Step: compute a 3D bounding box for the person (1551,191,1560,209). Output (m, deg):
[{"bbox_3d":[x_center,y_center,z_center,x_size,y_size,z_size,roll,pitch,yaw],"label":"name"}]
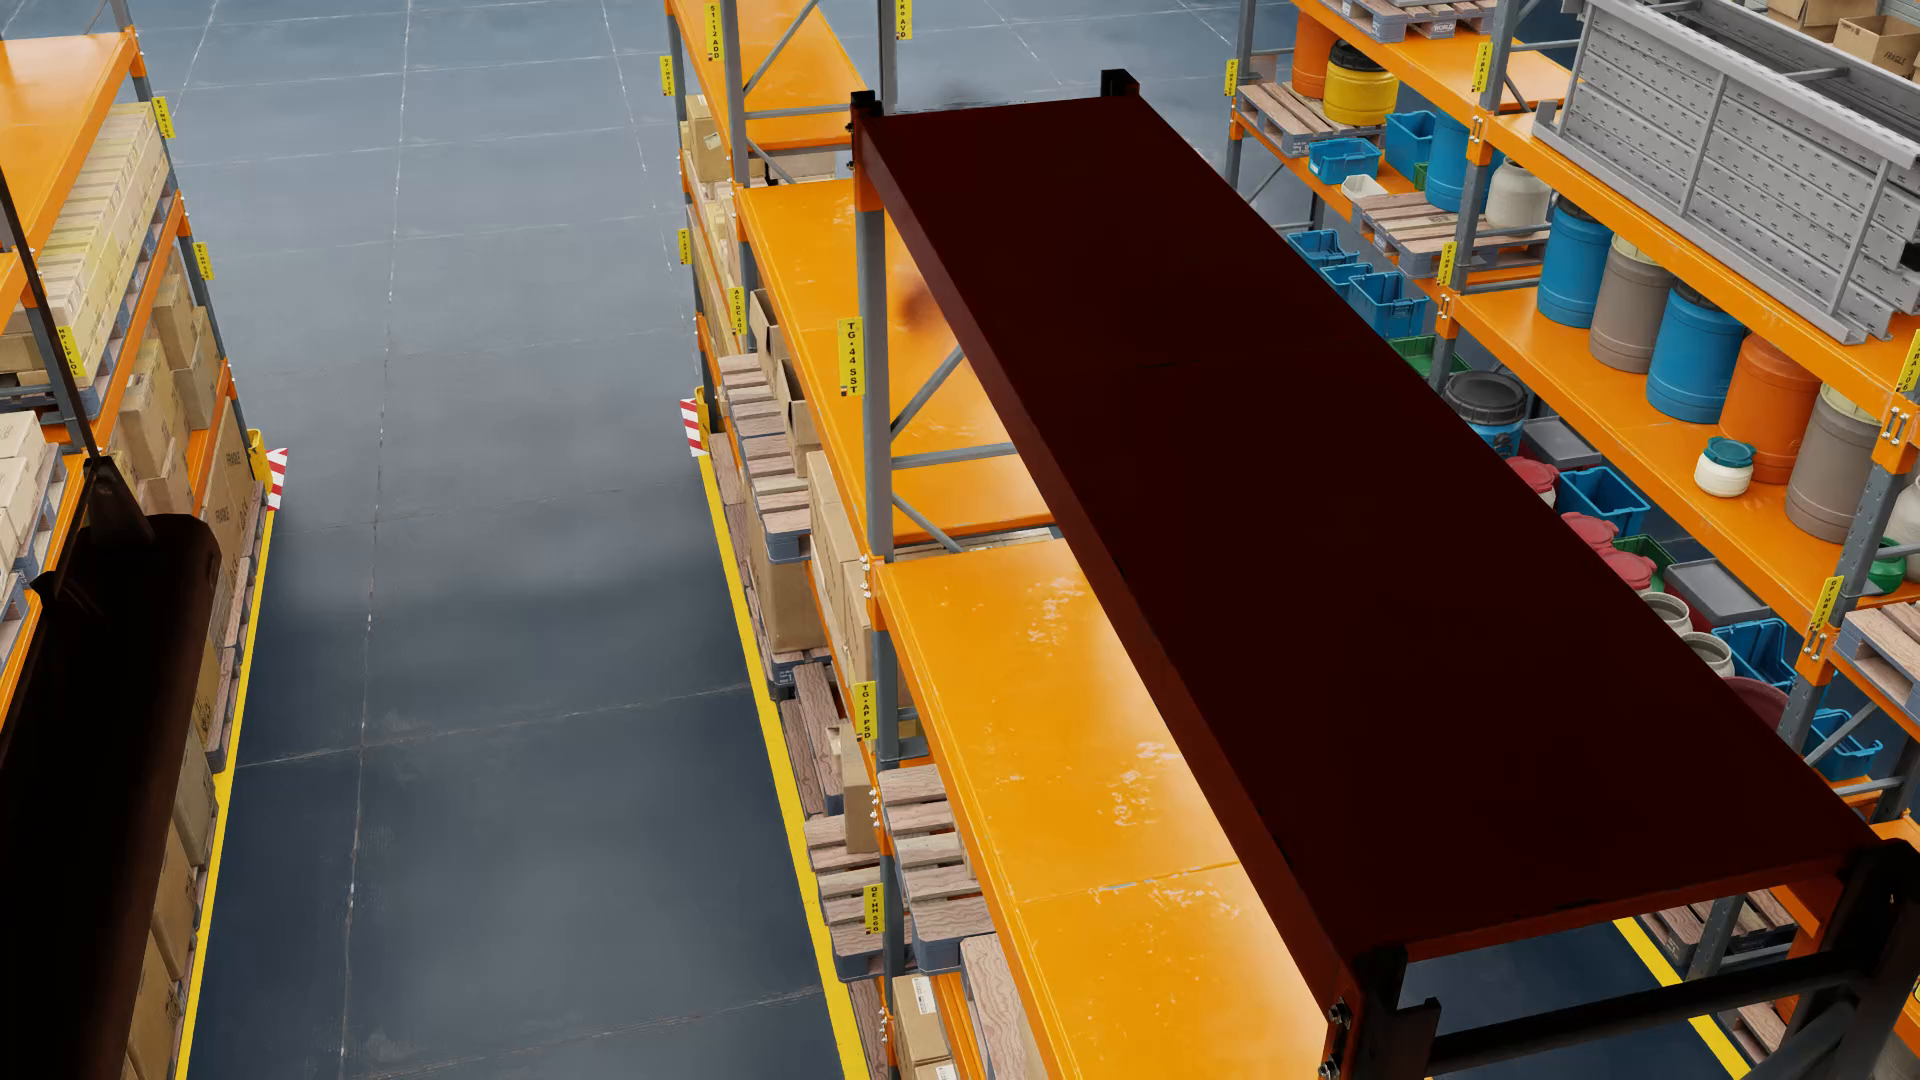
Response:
[{"bbox_3d":[6.971,-4.045,18.440,0.864,1.764,0.715,14,37,20],"label":"person"}]
